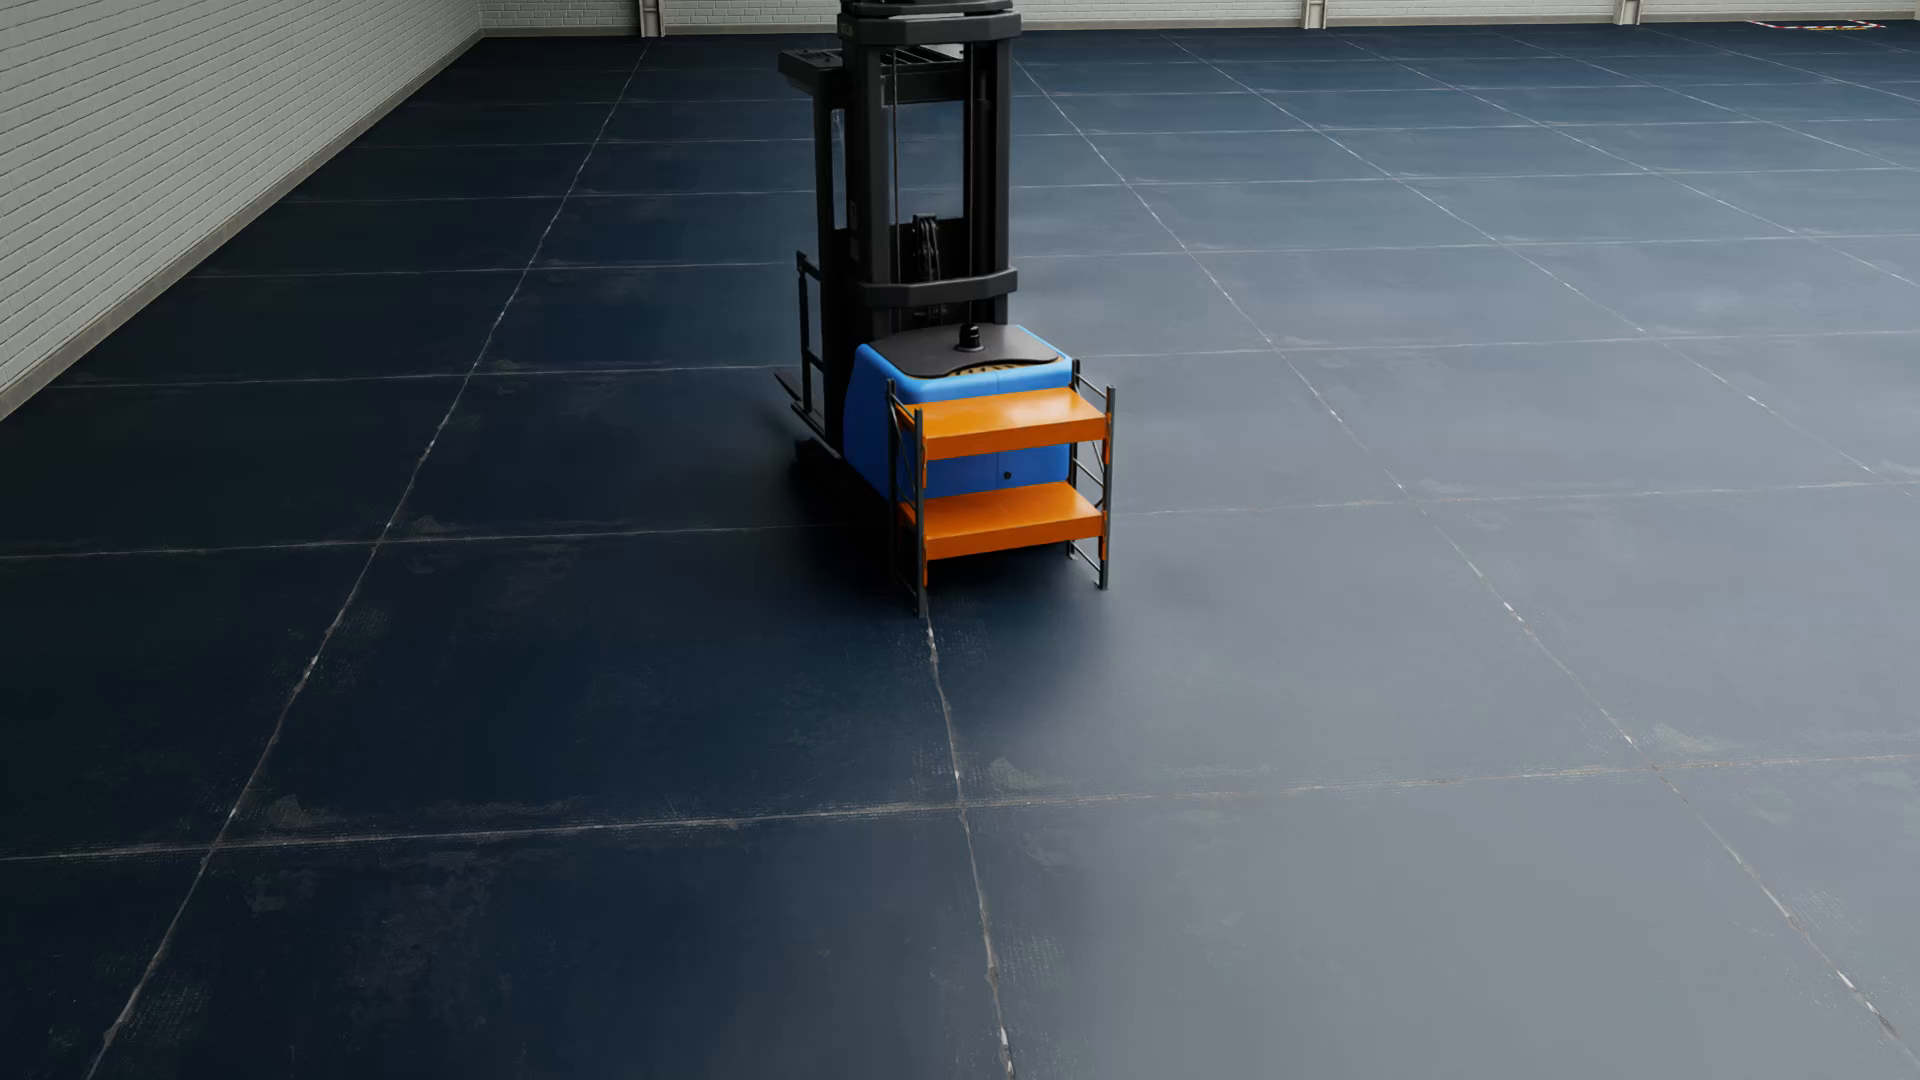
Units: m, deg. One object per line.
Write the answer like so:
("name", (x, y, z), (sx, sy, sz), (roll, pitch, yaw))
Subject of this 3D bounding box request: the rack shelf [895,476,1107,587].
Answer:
("rack shelf", (0.205, -0.054, 8.726), (1.000, 0.278, 0.538), (-8, 25, -17))

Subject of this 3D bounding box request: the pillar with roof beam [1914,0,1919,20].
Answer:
("pillar with roof beam", (18.859, -12.284, 25.943), (0.400, 9.000, 9.100), (-2, 24, -5))

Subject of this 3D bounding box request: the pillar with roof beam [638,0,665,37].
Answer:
("pillar with roof beam", (-5.025, -11.325, 23.788), (0.400, 9.000, 9.100), (-2, 24, -5))

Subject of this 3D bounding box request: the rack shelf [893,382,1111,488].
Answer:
("rack shelf", (0.205, -0.545, 8.508), (1.000, 0.278, 0.538), (-8, 25, -17))

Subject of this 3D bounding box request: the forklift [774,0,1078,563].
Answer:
("forklift", (-0.382, -1.786, 9.797), (1.130, 2.935, 3.031), (-10, 26, -21))

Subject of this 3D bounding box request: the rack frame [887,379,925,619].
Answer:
("rack frame", (-0.276, -0.210, 8.475), (0.032, 1.125, 0.500), (-8, 25, -17))

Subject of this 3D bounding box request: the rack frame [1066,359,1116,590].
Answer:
("rack frame", (0.685, -0.346, 8.779), (0.032, 1.125, 0.500), (-8, 25, -17))

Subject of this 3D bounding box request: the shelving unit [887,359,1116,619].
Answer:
("shelving unit", (0.205, -0.278, 8.627), (1.048, 1.125, 0.538), (-8, 25, -17))

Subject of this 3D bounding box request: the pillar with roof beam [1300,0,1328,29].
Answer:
("pillar with roof beam", (6.917, -11.804, 24.865), (0.400, 9.000, 9.100), (-2, 24, -5))

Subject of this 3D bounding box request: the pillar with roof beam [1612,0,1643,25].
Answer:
("pillar with roof beam", (12.888, -12.044, 25.404), (0.400, 9.000, 9.100), (-2, 24, -5))
